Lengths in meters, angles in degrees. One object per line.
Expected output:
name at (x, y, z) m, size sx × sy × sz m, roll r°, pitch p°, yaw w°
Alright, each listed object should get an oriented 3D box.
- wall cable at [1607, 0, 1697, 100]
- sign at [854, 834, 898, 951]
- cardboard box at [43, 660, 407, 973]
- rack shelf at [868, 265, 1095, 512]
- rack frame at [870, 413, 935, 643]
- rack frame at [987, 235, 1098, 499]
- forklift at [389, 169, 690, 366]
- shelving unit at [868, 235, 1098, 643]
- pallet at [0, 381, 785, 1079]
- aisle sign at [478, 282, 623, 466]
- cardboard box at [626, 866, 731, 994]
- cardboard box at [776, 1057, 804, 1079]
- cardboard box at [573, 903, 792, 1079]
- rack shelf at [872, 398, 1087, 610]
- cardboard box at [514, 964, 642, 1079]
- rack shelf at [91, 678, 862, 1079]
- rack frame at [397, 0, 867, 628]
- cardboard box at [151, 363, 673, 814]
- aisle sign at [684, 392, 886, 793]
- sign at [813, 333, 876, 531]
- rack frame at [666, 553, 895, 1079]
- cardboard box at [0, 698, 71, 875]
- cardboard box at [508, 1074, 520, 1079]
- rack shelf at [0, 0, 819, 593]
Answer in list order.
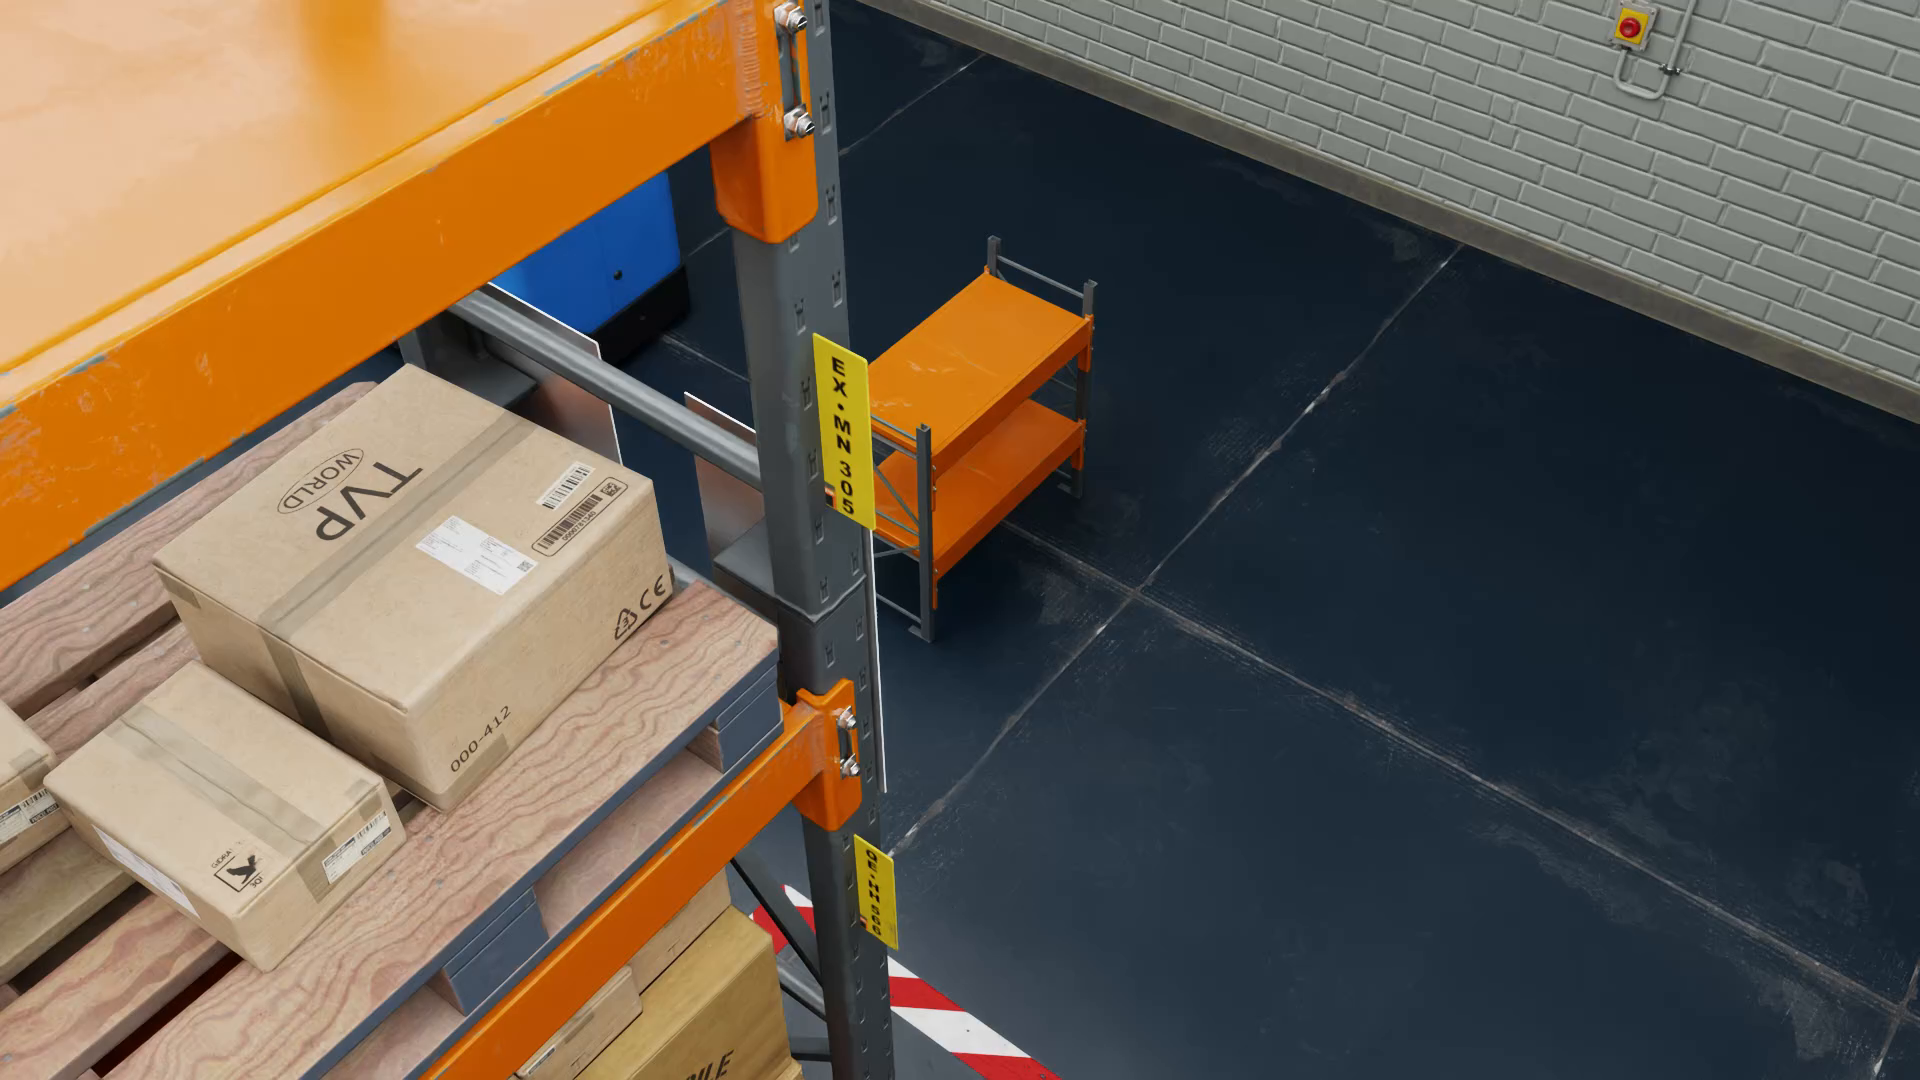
wall cable at (2.844, -2.680, 6.676) m, size 0.585 × 1.953 × 0.123 m, roll 29°, pitch 53°, yaw 25°
sign at (-0.164, 0.685, 3.221) m, size 0.100 × 0.325 × 0.005 m, roll 29°, pitch 53°, yaw 25°
cardboard box at (-0.982, 0.362, 2.234) m, size 0.380 × 0.149 × 0.250 m, roll 25°, pitch 51°, yaw 22°
rack shelf at (0.004, -0.595, 6.300) m, size 0.538 × 0.278 × 1.000 m, roll 29°, pitch 53°, yaw 25°
rack frame at (-0.307, -0.102, 6.234) m, size 0.500 × 1.125 × 0.032 m, roll 29°, pitch 53°, yaw 25°
rack frame at (0.315, -0.683, 6.790) m, size 0.500 × 1.125 × 0.032 m, roll 29°, pitch 53°, yaw 25°
forklift at (-2.782, -2.422, 7.201) m, size 3.031 × 2.935 × 1.130 m, roll 27°, pitch 52°, yaw 23°
shelving unit at (0.004, -0.392, 6.512) m, size 0.538 × 1.125 × 1.048 m, roll 29°, pitch 53°, yaw 25°
pallet at (-1.030, 0.342, 2.500) m, size 1.003 × 0.211 × 1.213 m, roll 29°, pitch 53°, yaw 25°
aisle sign at (-0.771, -0.149, 3.184) m, size 0.394 × 0.787 × 0.004 m, roll 29°, pitch 53°, yaw 25°
cardboard box at (-0.646, 0.609, 3.050) m, size 0.380 × 0.149 × 0.250 m, roll 30°, pitch 53°, yaw 25°
cardboard box at (-0.671, 1.277, 3.551) m, size 0.500 × 0.500 × 0.500 m, roll 29°, pitch 53°, yaw 25°
cardboard box at (-0.691, 0.920, 3.201) m, size 0.500 × 0.500 × 0.500 m, roll 31°, pitch 54°, yaw 26°
rack shelf at (0.004, -0.224, 6.688) m, size 0.538 × 0.278 × 1.000 m, roll 29°, pitch 53°, yaw 25°
cardboard box at (-0.782, 0.765, 2.901) m, size 0.380 × 0.149 × 0.250 m, roll 30°, pitch 53°, yaw 26°
rack shelf at (-1.808, 1.276, 2.045) m, size 1.077 × 0.370 × 4.000 m, roll 29°, pitch 53°, yaw 25°
rack frame at (-0.585, -1.153, 1.793) m, size 1.000 × 3.000 × 0.127 m, roll 29°, pitch 53°, yaw 25°
cardboard box at (-0.789, 0.052, 2.460) m, size 0.500 × 0.250 × 0.500 m, roll 25°, pitch 51°, yaw 22°
aisle sign at (-0.296, 0.117, 2.931) m, size 0.394 × 0.787 × 0.004 m, roll 29°, pitch 53°, yaw 25°
sign at (-0.164, -0.148, 2.350) m, size 0.100 × 0.325 × 0.005 m, roll 29°, pitch 53°, yaw 25°
rack frame at (-0.585, 0.919, 3.963) m, size 1.000 × 3.000 × 0.127 m, roll 29°, pitch 53°, yaw 25°
cardboard box at (-1.432, 0.311, 2.283) m, size 0.380 × 0.149 × 0.250 m, roll 31°, pitch 54°, yaw 26°
cardboard box at (-0.873, 0.950, 2.724) m, size 0.380 × 0.149 × 0.250 m, roll 29°, pitch 53°, yaw 25°
rack shelf at (-1.808, 0.378, 1.105) m, size 1.077 × 0.370 × 4.000 m, roll 29°, pitch 53°, yaw 25°
